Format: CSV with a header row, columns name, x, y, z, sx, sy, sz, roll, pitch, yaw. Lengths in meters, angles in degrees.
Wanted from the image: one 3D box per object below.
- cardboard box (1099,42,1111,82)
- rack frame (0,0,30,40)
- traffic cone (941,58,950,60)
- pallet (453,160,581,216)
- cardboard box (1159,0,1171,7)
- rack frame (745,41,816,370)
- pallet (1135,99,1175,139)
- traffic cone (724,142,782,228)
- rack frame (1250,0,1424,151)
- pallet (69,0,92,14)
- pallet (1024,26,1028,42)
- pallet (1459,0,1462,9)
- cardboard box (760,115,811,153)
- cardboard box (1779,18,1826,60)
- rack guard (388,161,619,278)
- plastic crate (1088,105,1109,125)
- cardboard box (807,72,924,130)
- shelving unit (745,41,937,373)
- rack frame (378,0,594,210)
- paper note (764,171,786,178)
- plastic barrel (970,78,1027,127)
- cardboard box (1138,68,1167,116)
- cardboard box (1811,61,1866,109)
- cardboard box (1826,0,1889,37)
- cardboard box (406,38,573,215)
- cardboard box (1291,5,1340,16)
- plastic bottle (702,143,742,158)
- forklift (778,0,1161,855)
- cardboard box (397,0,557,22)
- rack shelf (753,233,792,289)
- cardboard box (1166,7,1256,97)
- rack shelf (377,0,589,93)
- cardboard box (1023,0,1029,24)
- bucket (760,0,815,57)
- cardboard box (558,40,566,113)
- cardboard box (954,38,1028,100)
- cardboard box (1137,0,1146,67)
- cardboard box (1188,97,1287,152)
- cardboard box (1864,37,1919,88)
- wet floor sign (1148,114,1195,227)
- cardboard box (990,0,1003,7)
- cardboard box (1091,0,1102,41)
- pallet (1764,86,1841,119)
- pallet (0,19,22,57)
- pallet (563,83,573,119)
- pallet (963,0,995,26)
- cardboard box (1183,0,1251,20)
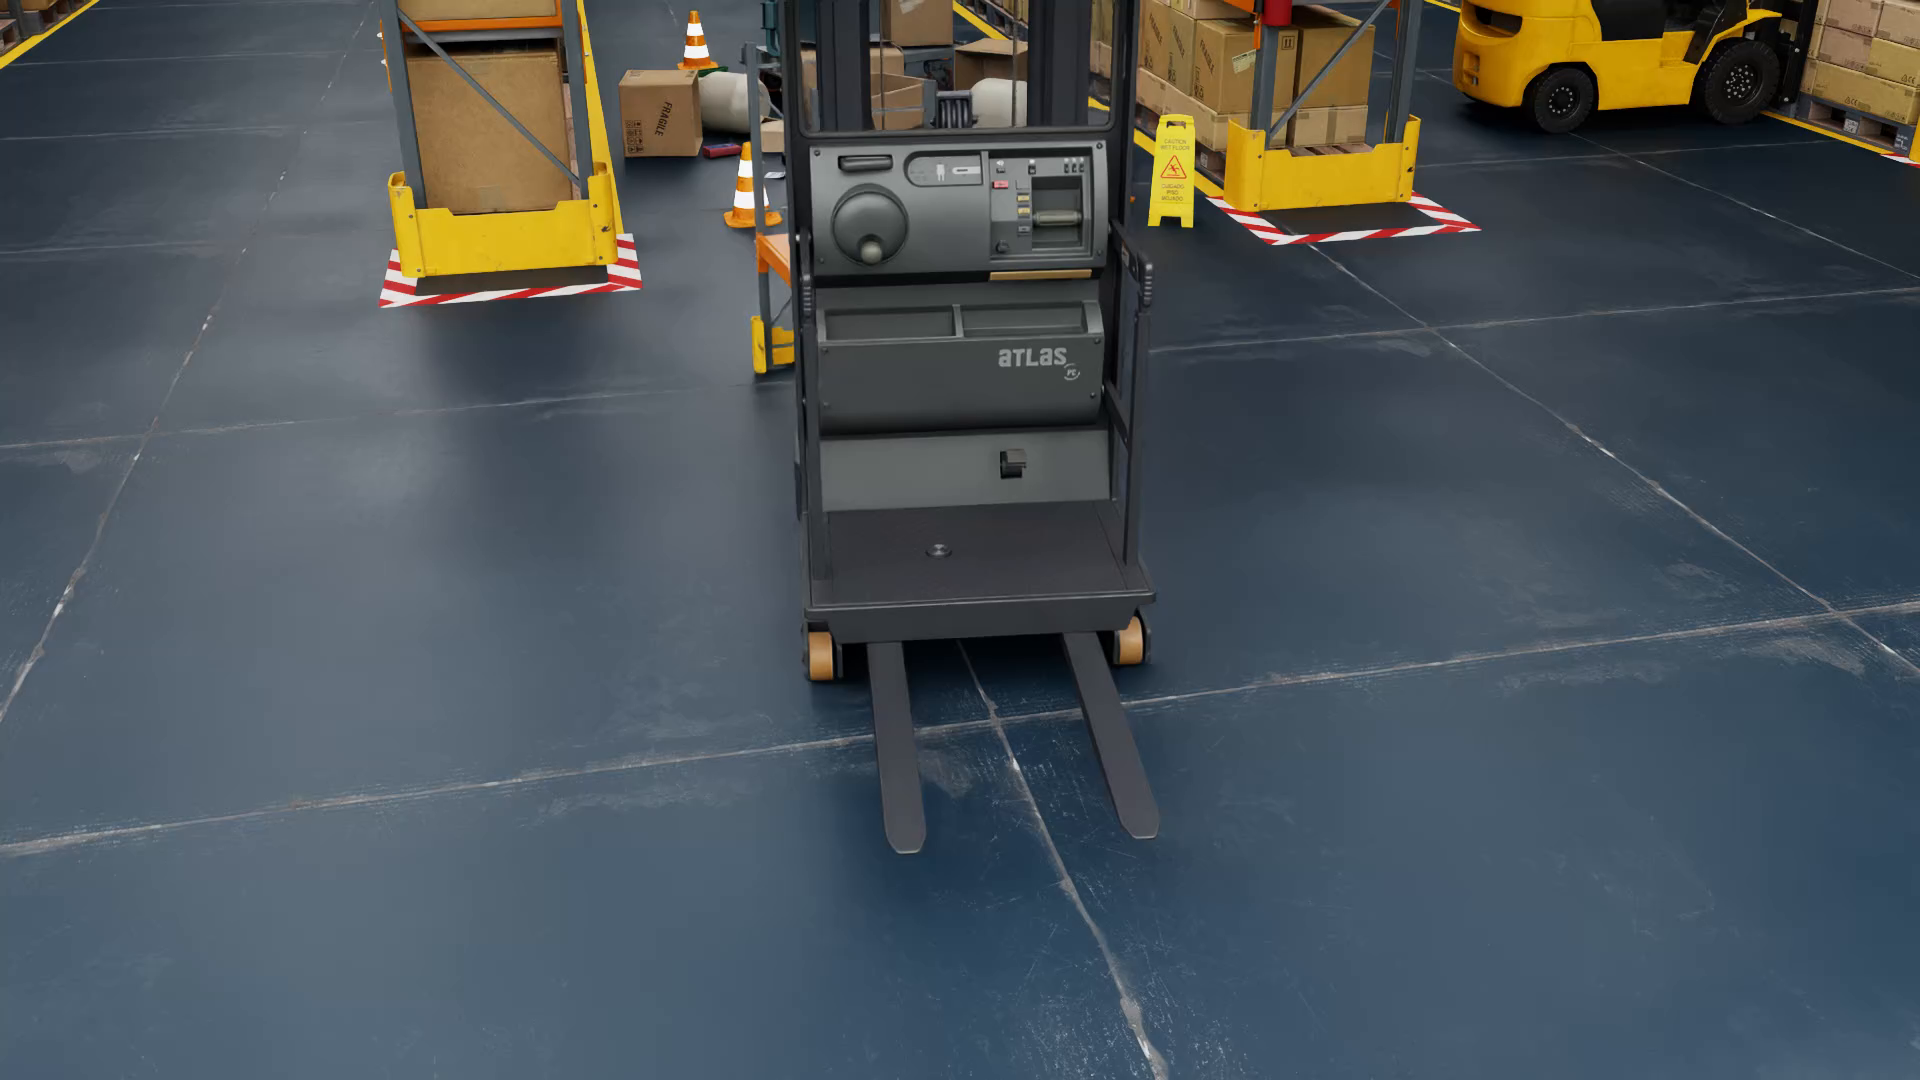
name,x,y,z,sx,sy,sz,roll,pitch,yaw
cardboard box,1.375,-3.656,12.749,0.500,0.250,0.500,-4,27,-9
rack frame,-9.183,-5.965,14.739,1.000,3.000,0.127,-6,27,-12
traffic cone,-0.270,-4.485,14.622,0.336,0.463,0.334,-6,27,-12
pallet,-2.781,-2.011,9.999,1.003,0.211,1.213,-6,27,-12
cardboard box,1.581,-3.750,11.384,0.380,0.149,0.250,-5,27,-9
rack frame,-0.691,-1.517,7.591,0.500,1.500,0.032,-10,28,-18
pallet,1.838,-3.143,12.242,1.003,0.211,1.213,-6,27,-12
traffic cone,-1.261,-2.157,10.010,0.336,0.463,0.334,-6,27,-12
rack frame,2.275,-3.459,9.775,1.000,3.000,0.127,-6,27,-12
pallet,-9.559,-5.608,17.127,1.003,0.211,1.213,-6,27,-12
pallet,1.197,-4.312,14.559,1.003,0.211,1.213,-6,27,-12
pallet,5.726,-5.332,16.580,1.003,0.211,1.213,-6,27,-12
cardboard box,-1.244,-2.880,11.662,0.396,0.266,0.258,-1,27,-3
cardboard box,6.457,-3.776,12.433,0.500,0.250,0.500,-7,28,-13
rack guard,-2.519,-1.786,9.233,1.175,0.500,0.348,-6,27,-12
plastic crate,0.929,-3.139,12.381,0.402,0.080,0.583,-16,31,-29
cardboard box,-0.587,-2.859,11.356,0.637,0.503,0.797,19,32,32
shelving unit,-0.514,-1.307,7.175,0.587,1.500,1.083,-10,28,-18
rack frame,-2.525,-2.912,8.691,1.000,3.000,0.127,-6,27,-12
paper note,-1.215,-2.429,11.030,0.144,0.017,0.142,3,27,6
plastic barrel,0.335,-3.062,11.847,0.512,0.421,0.421,13,30,24
cardboard box,1.598,-3.204,11.855,0.500,0.250,0.500,-7,28,-13
cardboard box,6.594,-3.318,12.081,0.500,0.250,0.500,-6,27,-12
cardboard box,6.582,-3.765,11.857,0.500,0.250,0.500,-5,27,-11
cardboard box,-2.742,-2.442,9.652,0.875,0.875,0.875,-6,27,-11
cardboard box,2.235,-3.376,11.362,0.500,0.500,0.500,-7,28,-14
plastic bottle,-1.634,-2.711,11.553,0.283,0.061,0.133,-16,31,-29
forklift,0.023,-1.014,5.005,1.130,2.935,3.031,-3,27,-5
cardboard box,-2.653,-3.138,8.971,0.875,0.550,0.550,-6,27,-12
rack shelf,-0.511,-1.142,7.248,0.538,0.185,1.000,-10,28,-18
cardboard box,1.720,-3.308,11.228,0.500,0.500,0.500,-5,27,-10
rack shelf,-2.975,-3.469,10.593,1.077,0.370,4.000,-6,27,-12
cardboard box,1.088,-4.775,14.832,0.950,0.372,0.625,-4,27,-8
bucket,-1.149,-4.060,12.911,0.726,0.611,0.620,3,17,6
cardboard box,-3.146,-3.229,11.210,0.875,0.875,0.875,-6,27,-11
cardboard box,0.289,-3.492,12.611,0.500,0.500,0.500,13,30,24
cardboard box,1.491,-3.762,12.128,0.500,0.500,0.500,-5,27,-9
cardboard box,1.825,-2.757,10.970,0.500,0.250,0.500,-6,27,-12
cardboard box,6.696,-3.330,11.549,0.500,0.250,0.500,-6,27,-12
wet floor sign,1.275,-2.216,9.925,0.267,0.644,0.232,3,27,6
cardboard box,0.764,-5.414,16.097,0.950,0.372,0.625,-6,27,-13
cardboard box,1.244,-4.224,13.042,0.500,0.500,0.500,-5,27,-9
pallet,6.626,-3.586,13.121,1.003,0.211,1.213,-6,27,-12
pallet,-9.008,-4.377,14.688,1.003,0.211,1.213,-6,27,-12
pallet,-3.331,-3.082,12.121,1.003,0.211,1.213,-6,27,-12
pallet,0.647,-5.383,16.681,1.003,0.211,1.213,-6,27,-12
cardboard box,1.692,-3.523,10.935,0.380,0.149,0.250,-5,27,-10
